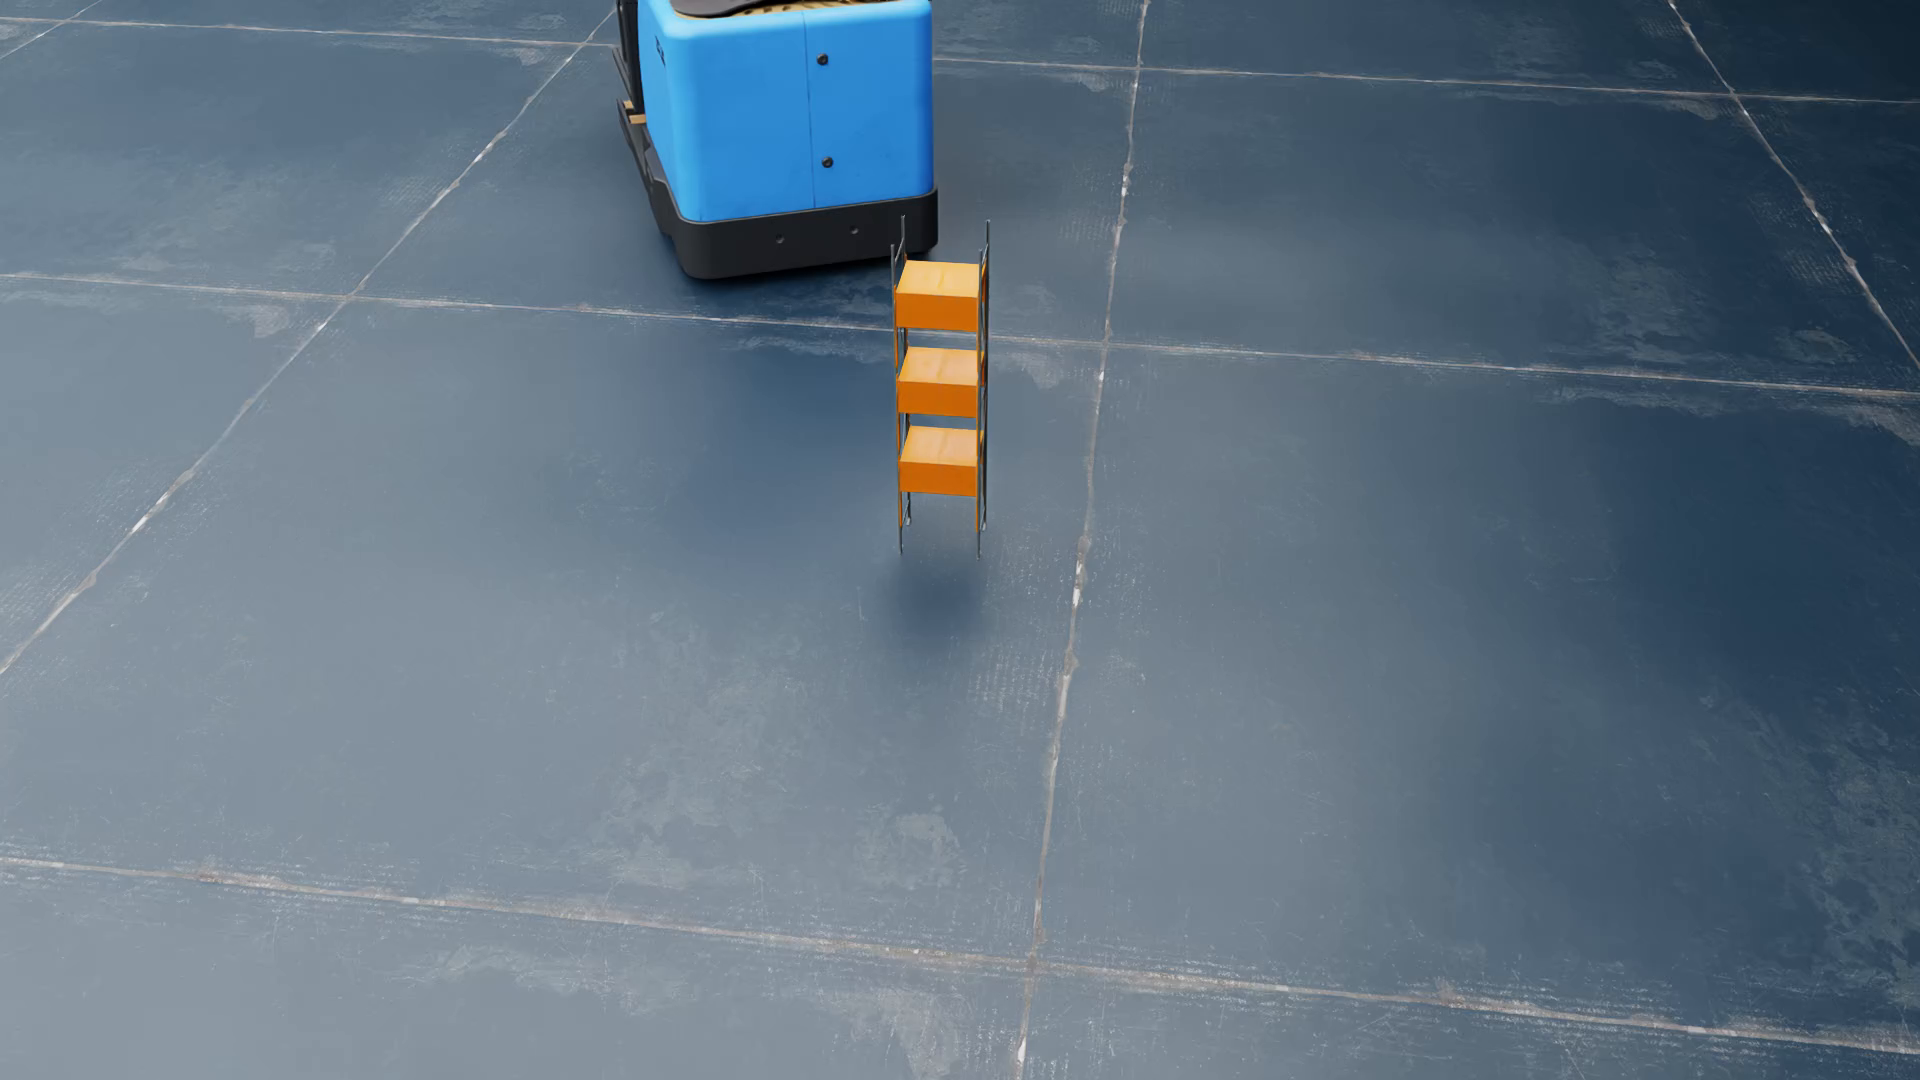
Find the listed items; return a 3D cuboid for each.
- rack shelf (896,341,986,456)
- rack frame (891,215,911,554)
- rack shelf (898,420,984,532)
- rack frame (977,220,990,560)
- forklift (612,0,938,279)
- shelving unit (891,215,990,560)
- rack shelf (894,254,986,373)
[{"bbox_3d":[-0.053,-0.423,4.957,0.240,0.259,0.215,4,36,6],"label":"rack shelf"},{"bbox_3d":[-0.174,-0.440,4.963,0.008,1.050,0.200,4,36,6],"label":"rack frame"},{"bbox_3d":[-0.053,-0.196,5.118,0.240,0.259,0.215,4,36,6],"label":"rack shelf"},{"bbox_3d":[0.068,-0.422,4.938,0.008,1.050,0.200,4,36,6],"label":"rack frame"},{"bbox_3d":[-1.004,-3.078,7.040,1.130,2.935,3.031,-10,37,-14],"label":"forklift"},{"bbox_3d":[-0.053,-0.431,4.951,0.252,1.050,0.215,4,36,6],"label":"shelving unit"},{"bbox_3d":[-0.053,-0.654,4.792,0.240,0.259,0.215,4,36,6],"label":"rack shelf"}]
